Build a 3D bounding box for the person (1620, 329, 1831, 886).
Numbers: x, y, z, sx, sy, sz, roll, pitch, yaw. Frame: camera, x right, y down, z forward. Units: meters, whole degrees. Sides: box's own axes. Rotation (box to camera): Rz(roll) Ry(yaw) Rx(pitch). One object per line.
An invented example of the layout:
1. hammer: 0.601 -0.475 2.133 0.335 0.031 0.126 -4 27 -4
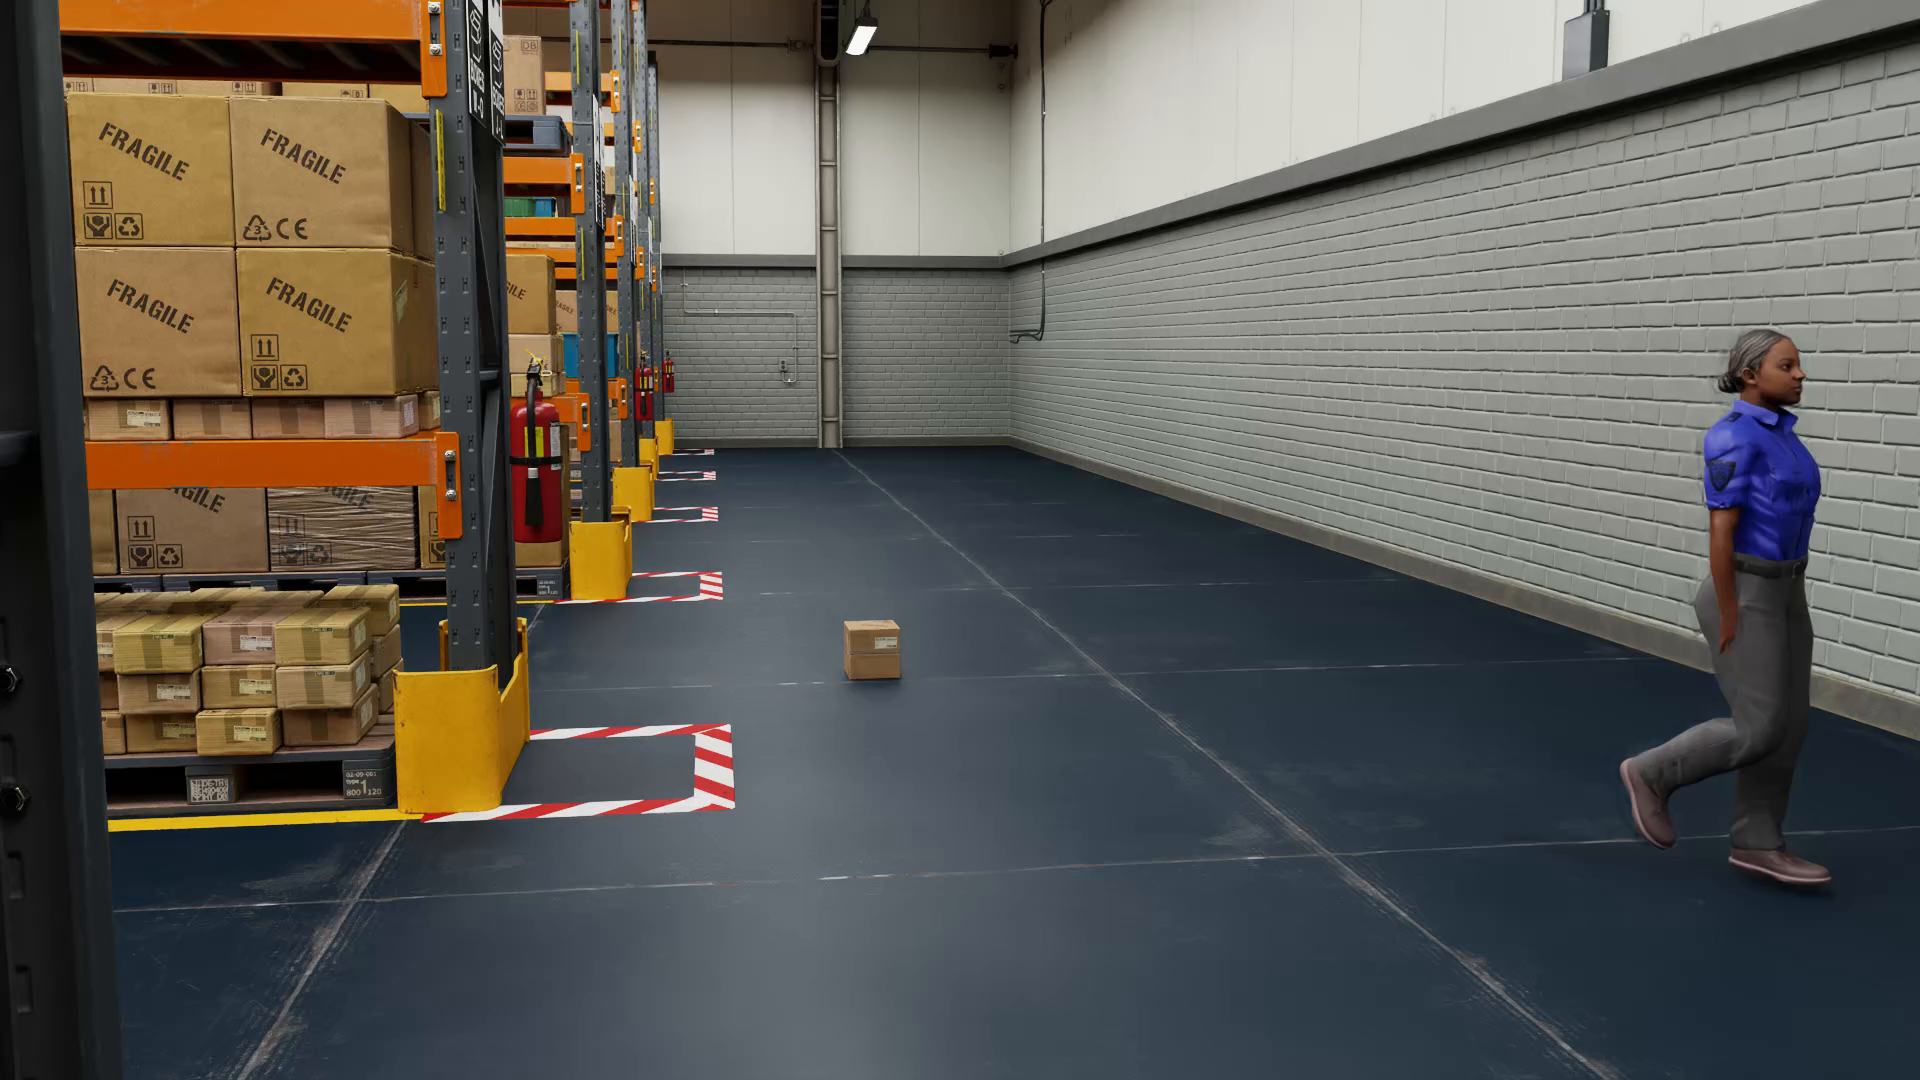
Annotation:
1. person: 2.338 0.194 5.001 0.440 1.644 0.578 -6 9 -40
